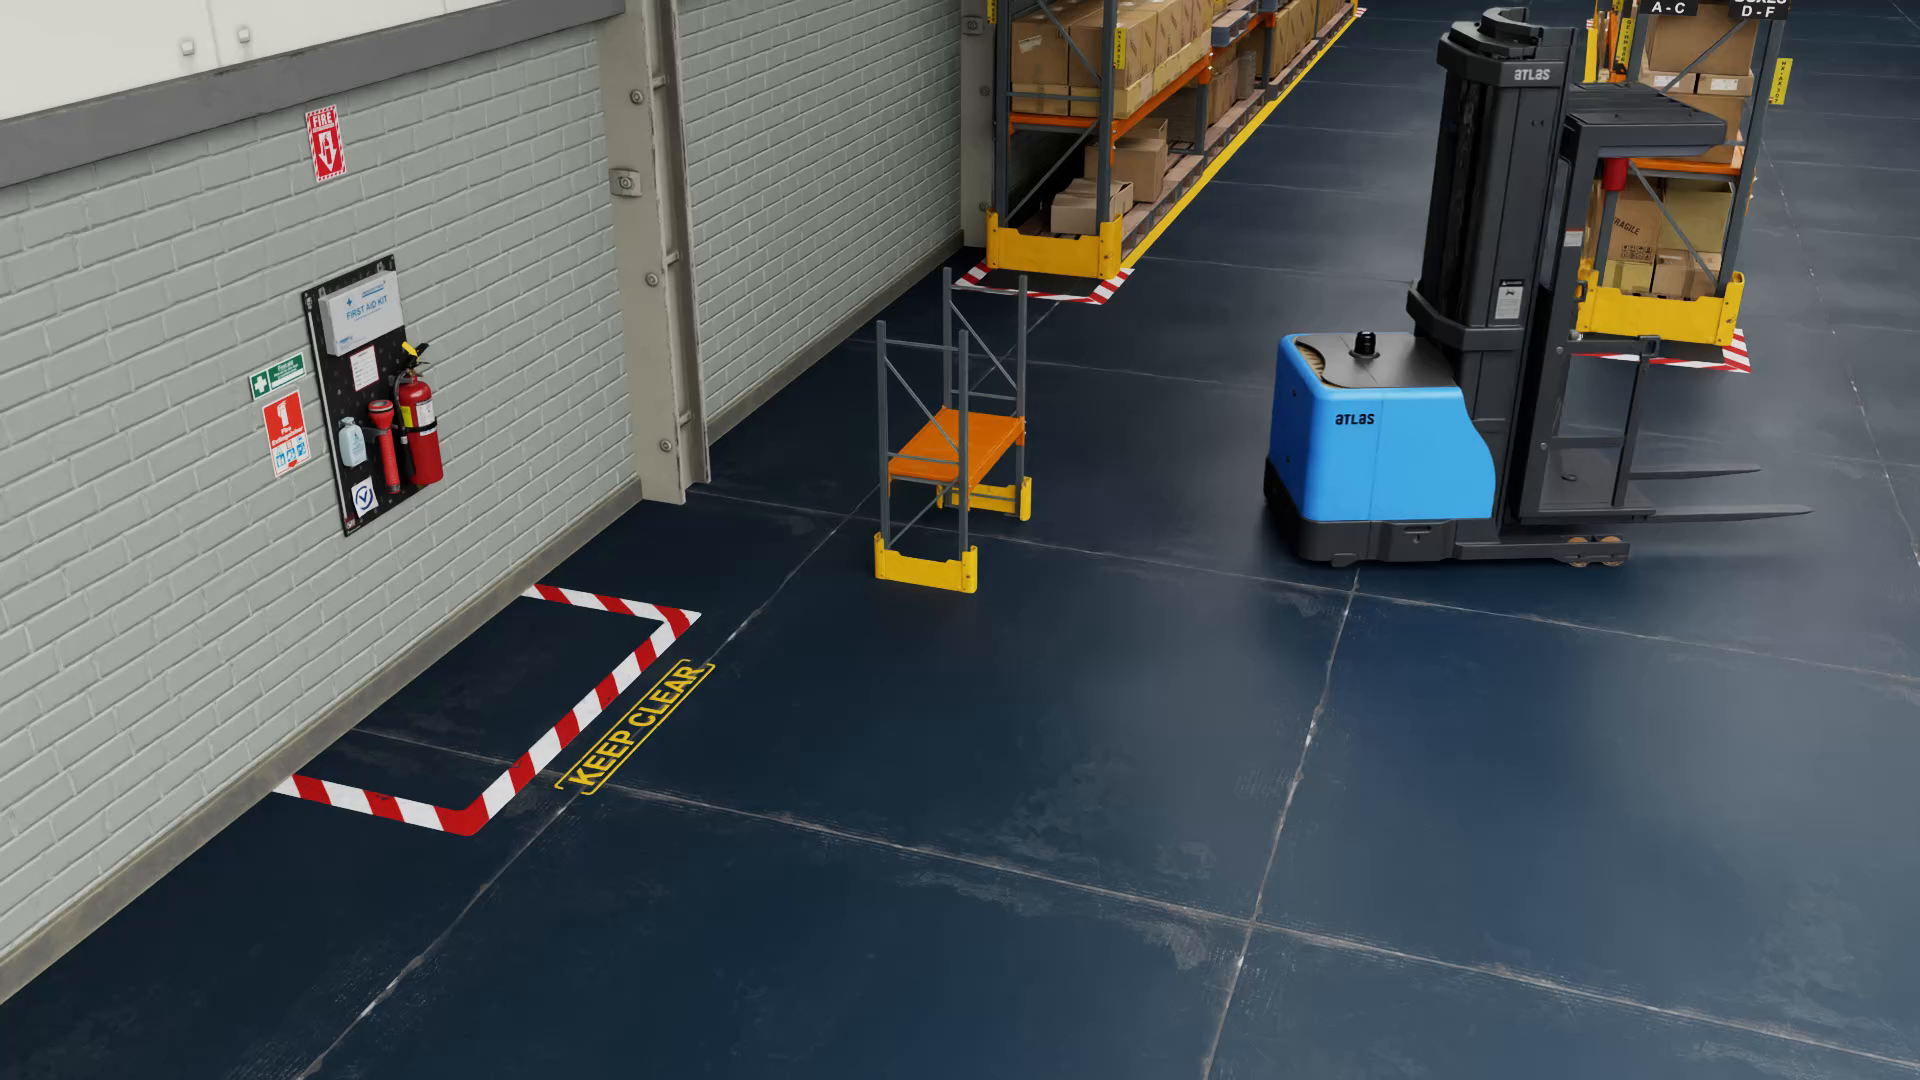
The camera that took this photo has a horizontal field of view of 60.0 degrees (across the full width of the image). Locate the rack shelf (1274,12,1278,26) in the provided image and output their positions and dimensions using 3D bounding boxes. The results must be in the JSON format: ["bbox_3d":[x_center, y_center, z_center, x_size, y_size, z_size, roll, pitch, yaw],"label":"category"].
[{"bbox_3d":[4.123,-7.508,22.640,1.077,0.370,4.000,9,27,17],"label":"rack shelf"}]

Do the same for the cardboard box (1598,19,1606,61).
[{"bbox_3d":[9.070,-6.846,22.812,0.500,0.500,0.500,8,27,15],"label":"cardboard box"}]

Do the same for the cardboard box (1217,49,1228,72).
[{"bbox_3d":[2.852,-5.680,19.541,0.500,0.250,0.500,9,27,17],"label":"cardboard box"}]

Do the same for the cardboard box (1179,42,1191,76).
[{"bbox_3d":[1.928,-4.656,16.074,0.500,0.250,0.500,9,27,17],"label":"cardboard box"}]

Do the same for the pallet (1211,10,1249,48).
[{"bbox_3d":[2.518,-5.573,18.038,1.003,0.211,1.213,9,27,17],"label":"pallet"}]

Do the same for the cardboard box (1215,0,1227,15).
[{"bbox_3d":[2.521,-6.042,18.167,0.700,0.500,0.500,12,28,23],"label":"cardboard box"}]

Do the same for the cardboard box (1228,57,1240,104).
[{"bbox_3d":[2.986,-5.584,20.205,0.700,0.500,0.500,9,27,17],"label":"cardboard box"}]

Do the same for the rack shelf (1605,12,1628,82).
[{"bbox_3d":[7.464,-5.147,17.764,1.077,0.370,4.000,9,27,17],"label":"rack shelf"}]

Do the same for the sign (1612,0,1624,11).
[{"bbox_3d":[6.284,-5.209,15.829,0.100,0.325,0.005,9,27,17],"label":"sign"}]

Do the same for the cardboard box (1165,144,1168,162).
[{"bbox_3d":[1.976,-4.065,17.449,0.380,0.166,0.250,5,26,11],"label":"cardboard box"}]

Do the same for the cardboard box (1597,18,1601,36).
[{"bbox_3d":[9.633,-7.508,24.395,0.500,0.311,0.500,9,27,17],"label":"cardboard box"}]

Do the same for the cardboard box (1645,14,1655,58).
[{"bbox_3d":[5.823,-4.063,13.096,0.700,0.500,0.500,8,27,16],"label":"cardboard box"}]

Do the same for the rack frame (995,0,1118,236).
[{"bbox_3d":[0.795,-3.722,13.996,1.000,3.000,0.127,9,27,17],"label":"rack frame"}]

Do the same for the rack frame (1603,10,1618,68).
[{"bbox_3d":[8.130,-6.293,19.305,1.000,3.000,0.127,9,27,17],"label":"rack frame"}]

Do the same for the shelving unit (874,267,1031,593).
[{"bbox_3d":[-0.025,-0.644,9.358,0.587,1.500,1.083,9,27,17],"label":"shelving unit"}]

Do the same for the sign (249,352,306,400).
[{"bbox_3d":[-2.914,-0.703,7.110,0.001,0.109,0.331,9,27,17],"label":"sign"}]

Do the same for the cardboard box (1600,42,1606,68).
[{"bbox_3d":[8.392,-5.997,21.057,0.500,0.500,0.500,8,27,16],"label":"cardboard box"}]

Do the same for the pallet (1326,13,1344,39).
[{"bbox_3d":[5.520,-8.203,26.449,1.003,0.211,1.213,9,27,17],"label":"pallet"}]

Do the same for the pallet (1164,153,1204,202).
[{"bbox_3d":[1.936,-3.830,17.418,1.003,0.211,1.213,9,27,17],"label":"pallet"}]

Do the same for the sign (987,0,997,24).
[{"bbox_3d":[0.278,-4.474,13.858,0.100,0.325,0.005,9,27,17],"label":"sign"}]

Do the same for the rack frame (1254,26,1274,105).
[{"bbox_3d":[3.457,-7.010,20.786,1.000,3.000,0.127,9,27,17],"label":"rack frame"}]

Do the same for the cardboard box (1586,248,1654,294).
[{"bbox_3d":[5.368,-2.220,13.567,0.500,0.250,0.500,9,27,17],"label":"cardboard box"}]

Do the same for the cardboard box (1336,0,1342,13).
[{"bbox_3d":[5.814,-8.854,26.980,0.700,0.500,0.500,9,27,17],"label":"cardboard box"}]

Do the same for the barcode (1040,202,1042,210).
[{"bbox_3d":[0.739,-3.051,15.179,0.001,0.075,0.075,9,27,17],"label":"barcode"}]

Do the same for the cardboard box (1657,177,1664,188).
[{"bbox_3d":[6.175,-2.896,14.101,0.500,0.500,0.500,9,27,17],"label":"cardboard box"}]

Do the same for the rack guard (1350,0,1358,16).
[{"bbox_3d":[6.127,-9.182,28.141,1.175,0.500,0.348,9,27,17],"label":"rack guard"}]

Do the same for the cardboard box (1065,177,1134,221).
[{"bbox_3d":[1.300,-3.216,15.530,0.500,0.311,0.500,11,28,22],"label":"cardboard box"}]

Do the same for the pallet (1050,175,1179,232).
[{"bbox_3d":[1.532,-3.327,16.379,1.003,0.211,1.213,9,27,17],"label":"pallet"}]

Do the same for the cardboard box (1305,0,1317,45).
[{"bbox_3d":[4.695,-7.589,23.967,0.750,0.750,0.750,9,27,18],"label":"cardboard box"}]

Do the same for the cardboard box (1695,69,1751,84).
[{"bbox_3d":[5.887,-3.581,12.845,0.380,0.149,0.250,8,27,16],"label":"cardboard box"}]

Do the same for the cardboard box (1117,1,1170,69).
[{"bbox_3d":[1.589,-4.567,15.029,0.500,0.500,0.500,8,27,16],"label":"cardboard box"}]

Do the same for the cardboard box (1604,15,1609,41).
[{"bbox_3d":[8.571,-6.567,21.373,0.500,0.250,0.500,8,27,16],"label":"cardboard box"}]

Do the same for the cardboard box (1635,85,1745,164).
[{"bbox_3d":[5.635,-3.240,12.886,0.700,0.500,0.500,9,27,17],"label":"cardboard box"}]

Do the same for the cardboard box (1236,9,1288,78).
[{"bbox_3d":[3.826,-6.514,21.748,0.750,0.750,0.750,8,27,17],"label":"cardboard box"}]

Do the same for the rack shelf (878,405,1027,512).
[{"bbox_3d":[-0.028,-0.478,9.429,0.538,0.185,1.000,9,27,17],"label":"rack shelf"}]

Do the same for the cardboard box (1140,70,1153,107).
[{"bbox_3d":[1.416,-4.034,14.788,0.500,0.250,0.500,8,27,16],"label":"cardboard box"}]

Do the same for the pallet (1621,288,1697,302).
[{"bbox_3d":[5.683,-2.071,13.784,1.003,0.211,1.213,9,27,17],"label":"pallet"}]

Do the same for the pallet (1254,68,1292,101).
[{"bbox_3d":[3.791,-6.068,22.040,1.003,0.211,1.213,9,27,17],"label":"pallet"}]

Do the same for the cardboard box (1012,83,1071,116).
[{"bbox_3d":[0.768,-3.884,14.479,0.500,0.250,0.500,9,27,18],"label":"cardboard box"}]

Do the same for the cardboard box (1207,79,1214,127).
[{"bbox_3d":[2.480,-4.963,18.923,0.700,0.500,0.500,8,27,16],"label":"cardboard box"}]

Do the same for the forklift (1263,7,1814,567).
[{"bbox_3d":[3.393,-1.396,9.269,3.031,2.935,1.130,-1,26,-3],"label":"forklift"}]

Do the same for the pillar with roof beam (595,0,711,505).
[{"bbox_3d":[2.275,-3.746,7.160,9.100,9.000,0.400,9,27,17],"label":"pillar with roof beam"}]

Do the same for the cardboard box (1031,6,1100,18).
[{"bbox_3d":[0.928,-4.431,14.749,0.500,0.500,0.500,9,27,18],"label":"cardboard box"}]

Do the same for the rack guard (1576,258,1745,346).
[{"bbox_3d":[5.460,-1.870,13.040,1.175,0.500,0.348,9,27,17],"label":"rack guard"}]

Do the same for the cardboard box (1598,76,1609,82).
[{"bbox_3d":[7.512,-5.107,18.886,0.500,0.311,0.500,8,27,16],"label":"cardboard box"}]

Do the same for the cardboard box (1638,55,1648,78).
[{"bbox_3d":[5.586,-3.740,13.173,0.380,0.149,0.250,8,27,17],"label":"cardboard box"}]

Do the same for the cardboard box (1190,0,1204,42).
[{"bbox_3d":[2.100,-5.200,16.336,0.500,0.500,0.500,9,27,17],"label":"cardboard box"}]

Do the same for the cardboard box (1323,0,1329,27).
[{"bbox_3d":[5.304,-8.216,25.663,0.700,0.500,0.500,8,27,17],"label":"cardboard box"}]
